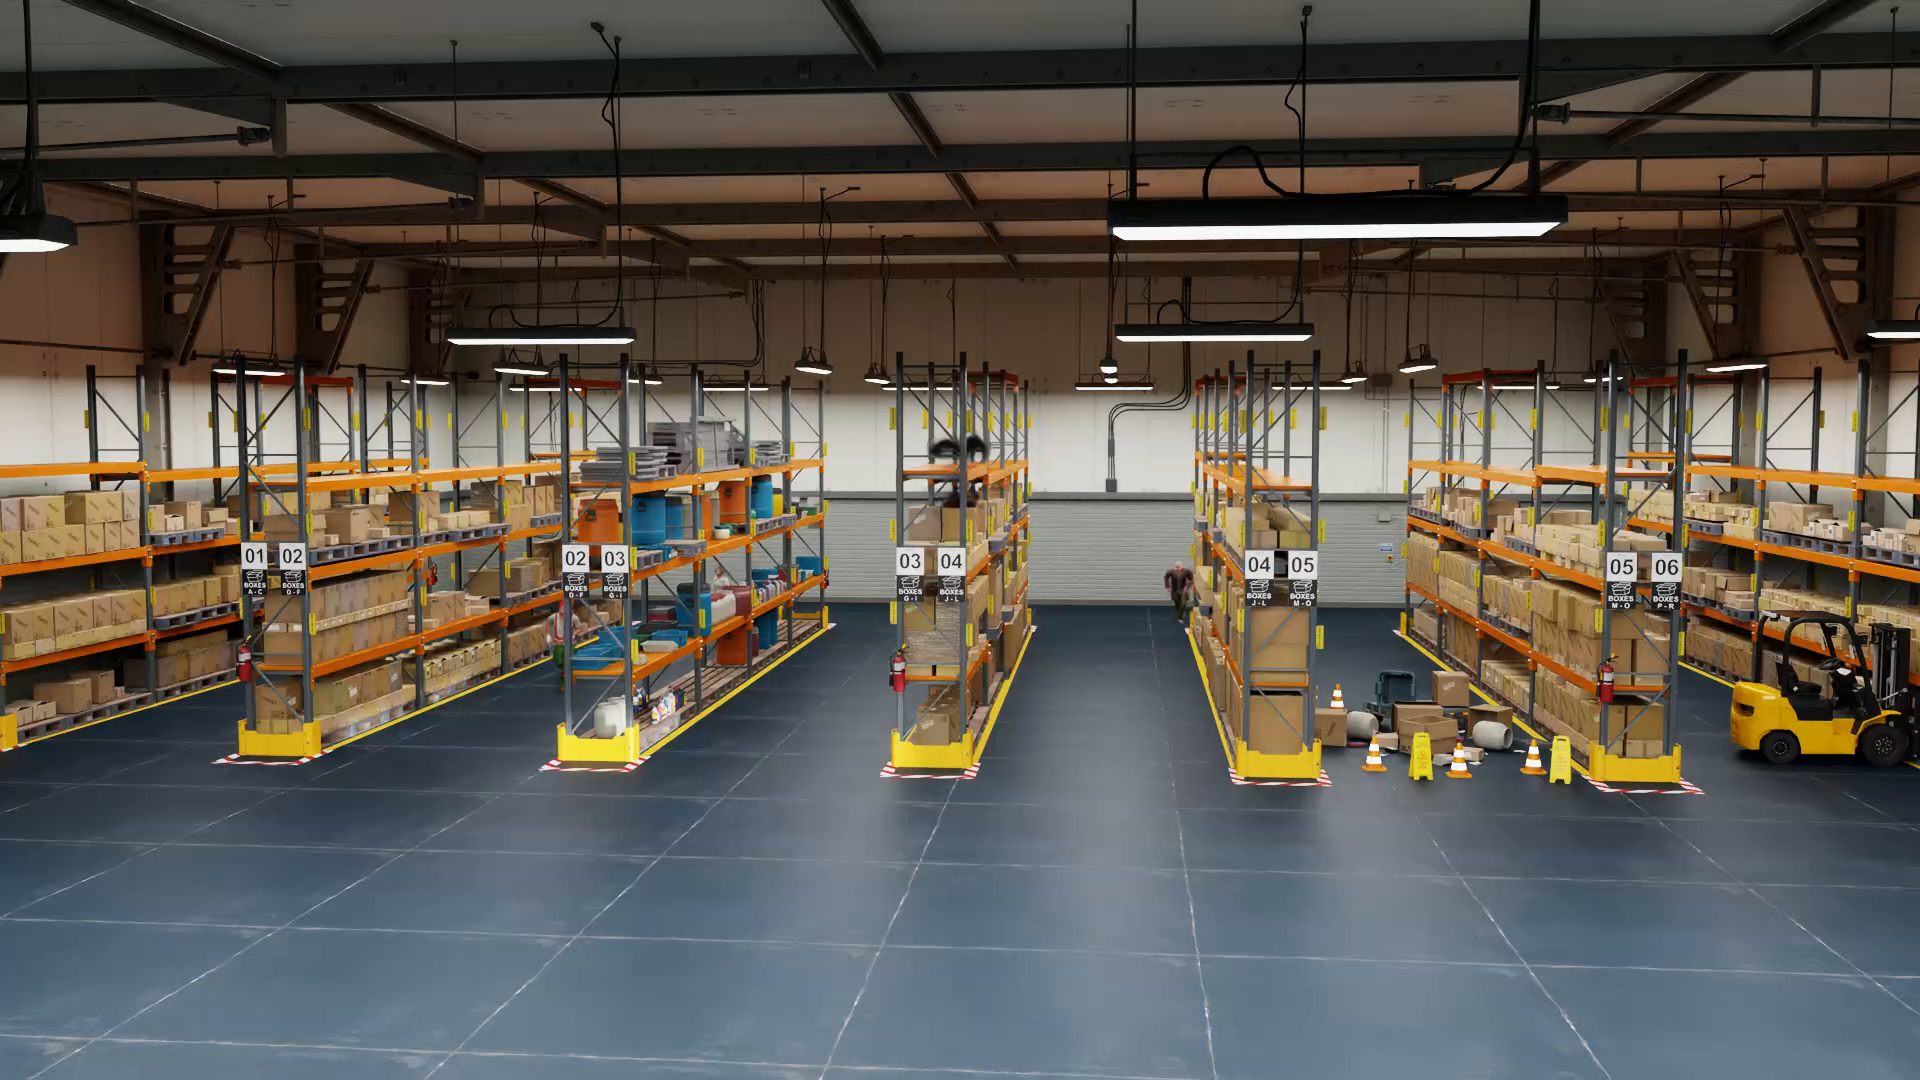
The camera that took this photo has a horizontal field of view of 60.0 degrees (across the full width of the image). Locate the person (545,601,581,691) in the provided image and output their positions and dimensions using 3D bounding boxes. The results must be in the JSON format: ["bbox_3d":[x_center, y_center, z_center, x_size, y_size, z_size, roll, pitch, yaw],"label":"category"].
[{"bbox_3d":[-7.383,1.962,30.959,0.662,1.708,0.743,-1,4,-12],"label":"person"}]

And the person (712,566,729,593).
[{"bbox_3d":[-5.607,1.419,38.939,0.540,1.625,0.710,1,4,12],"label":"person"}]

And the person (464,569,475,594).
[{"bbox_3d":[-11.077,1.458,38.327,0.661,1.626,0.921,0,4,-7],"label":"person"}]

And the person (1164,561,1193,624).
[{"bbox_3d":[5.425,1.286,41.293,0.727,1.587,0.946,1,4,11],"label":"person"}]

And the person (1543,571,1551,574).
[{"bbox_3d":[13.342,1.529,37.503,0.561,1.638,0.950,-3,5,-32],"label":"person"}]
